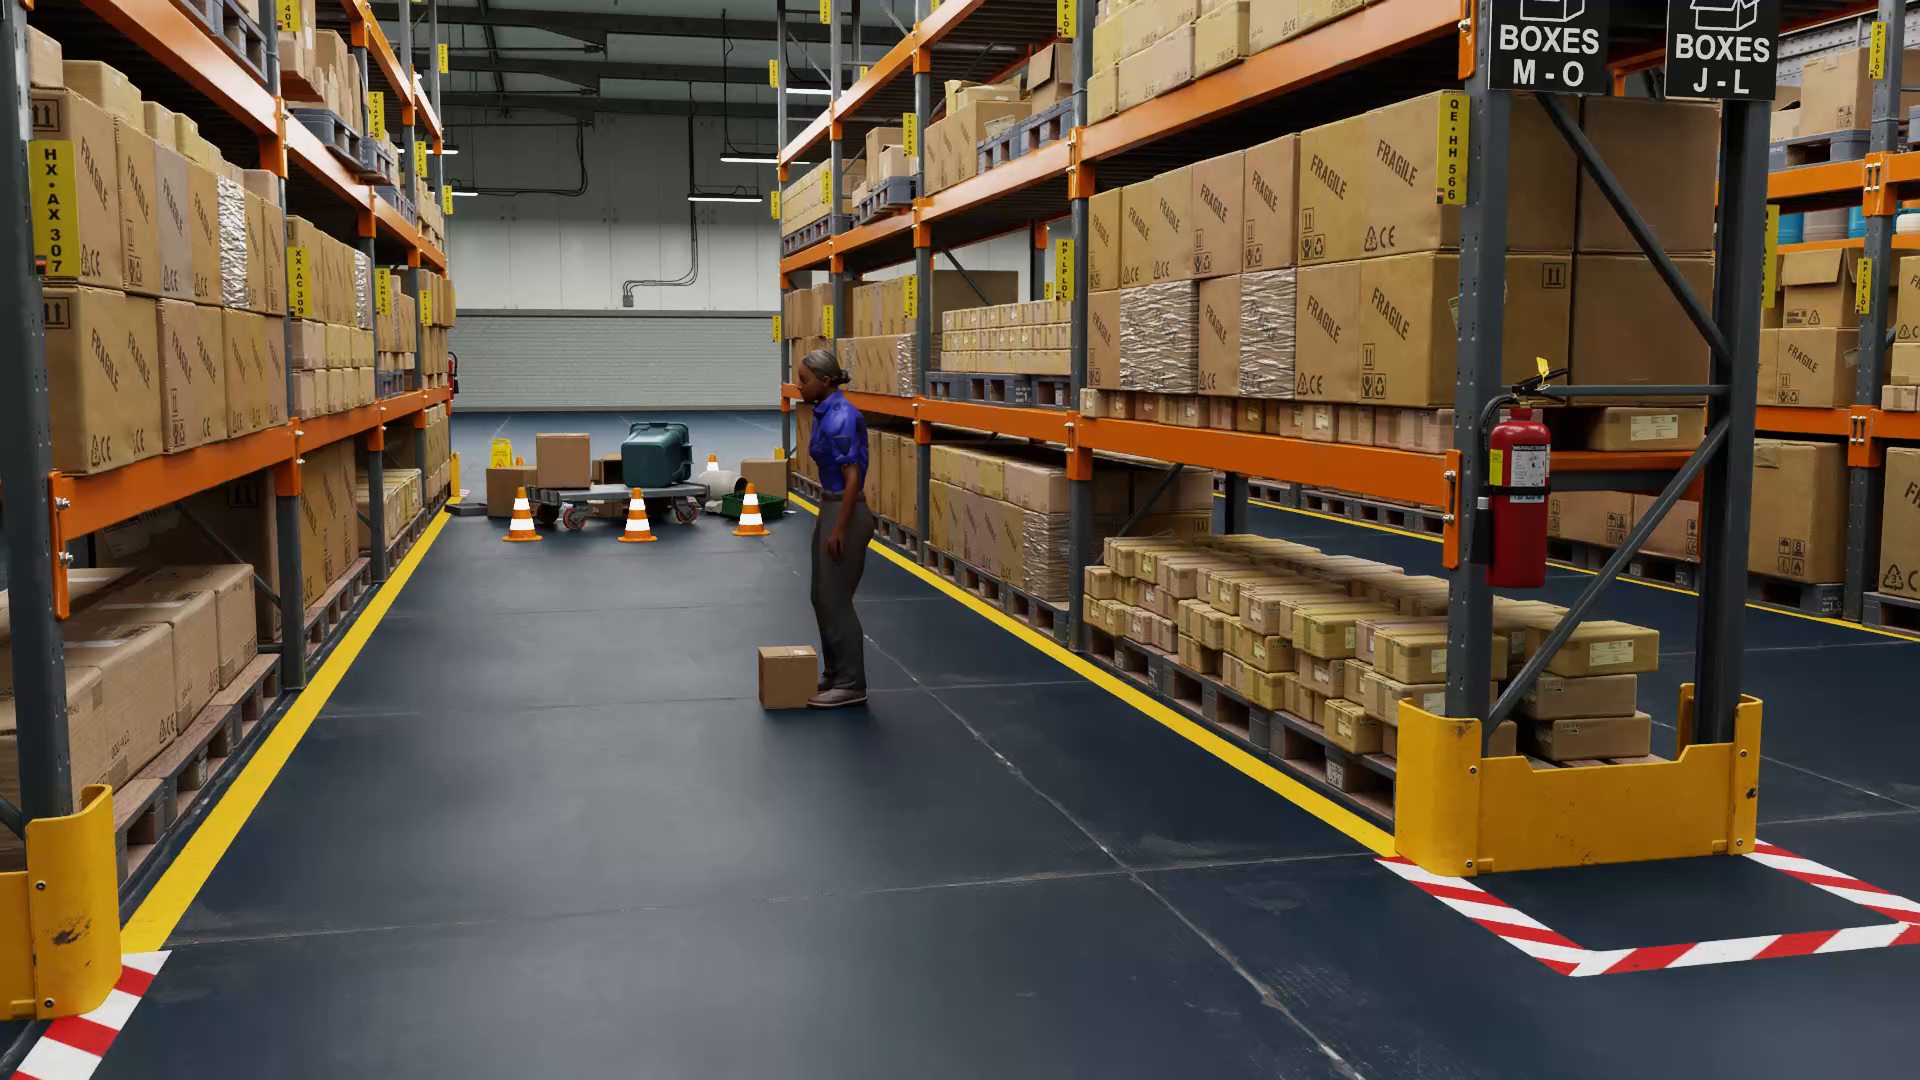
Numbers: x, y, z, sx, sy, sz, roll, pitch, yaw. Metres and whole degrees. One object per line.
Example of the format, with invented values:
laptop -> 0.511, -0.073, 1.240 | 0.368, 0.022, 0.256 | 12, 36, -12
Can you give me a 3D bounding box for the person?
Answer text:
person -> -0.587, -0.063, 7.778 | 0.352, 1.654, 0.512 | -2, 6, -14
